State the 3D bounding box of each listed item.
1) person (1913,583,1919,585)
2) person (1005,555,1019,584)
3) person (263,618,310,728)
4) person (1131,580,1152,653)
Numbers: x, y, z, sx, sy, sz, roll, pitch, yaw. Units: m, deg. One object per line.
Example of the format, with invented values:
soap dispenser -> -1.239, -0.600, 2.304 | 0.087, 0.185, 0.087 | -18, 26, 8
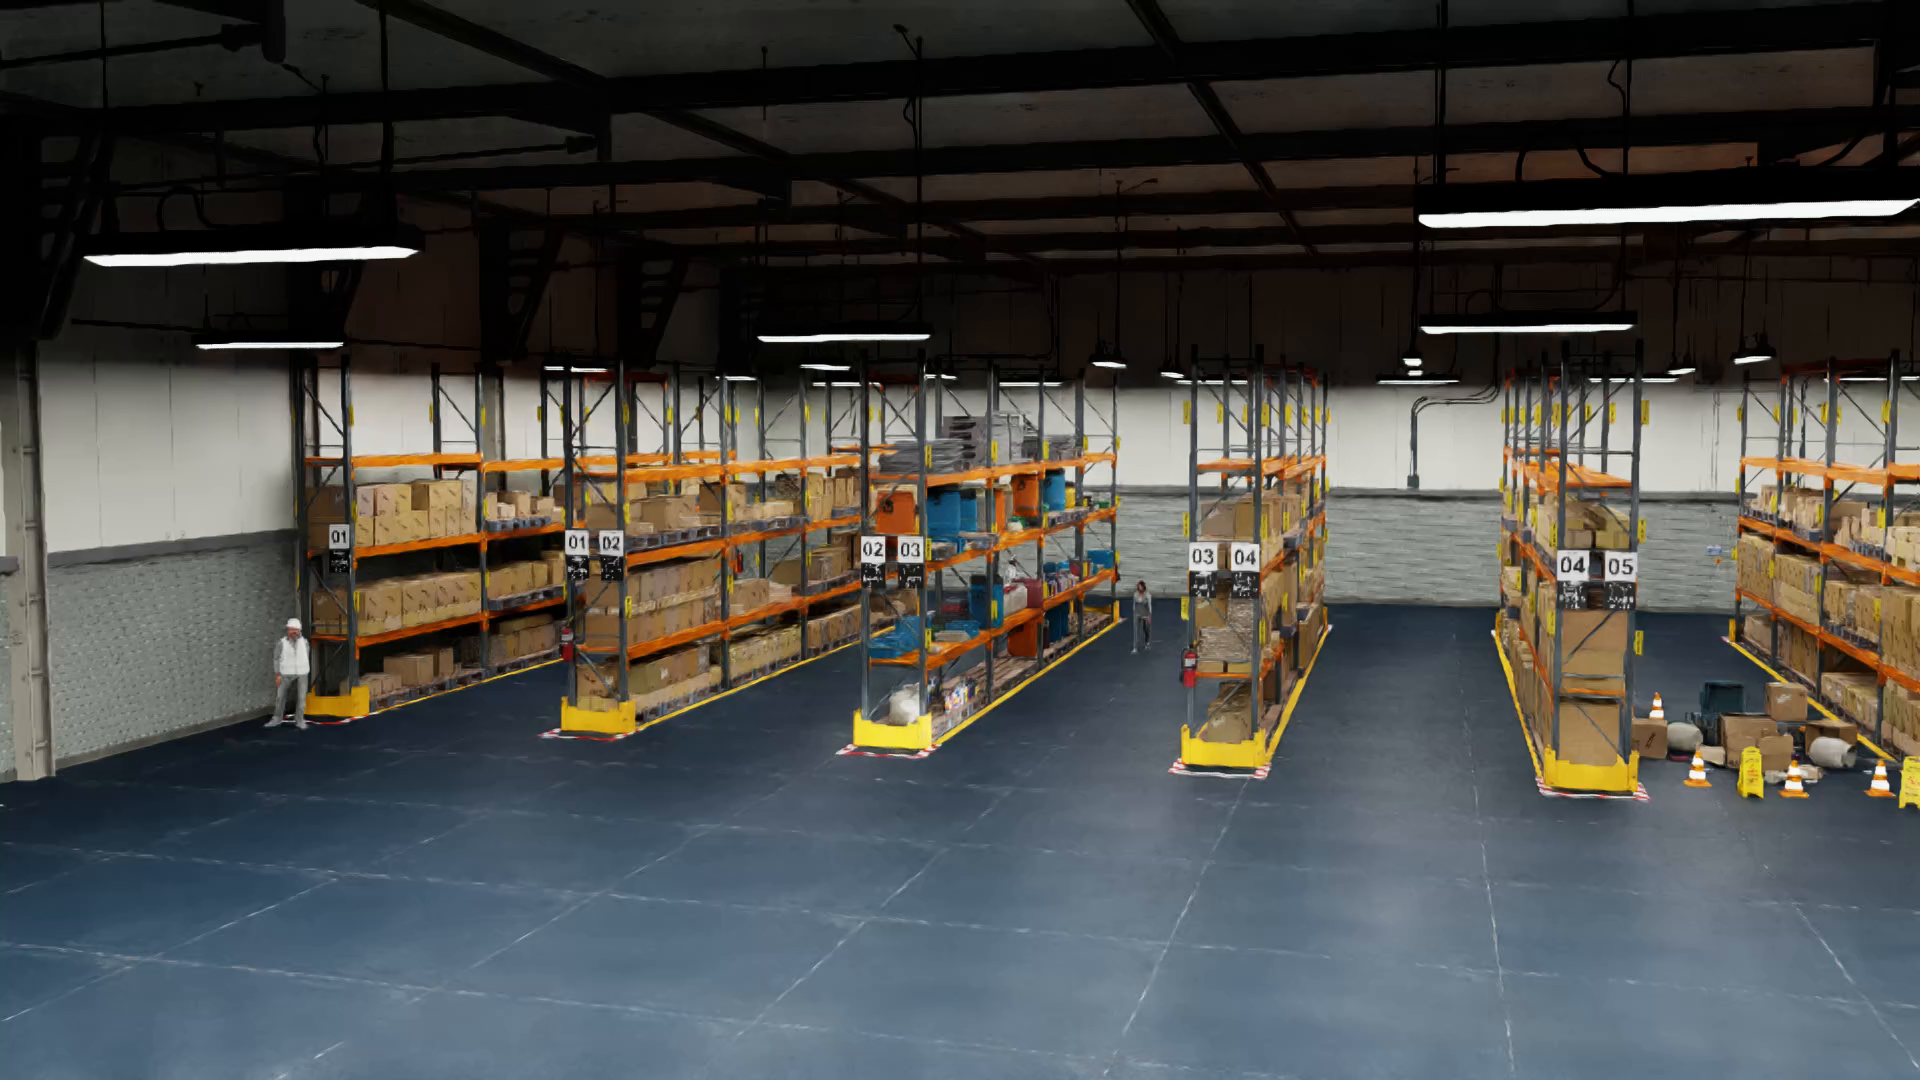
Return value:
person -> 22.010, 1.289, 37.956 | 0.619, 1.762, 0.593 | -1, 5, -19
person -> 1.247, 1.229, 39.551 | 0.368, 1.736, 0.532 | -1, 4, -12
person -> -10.772, 2.130, 26.586 | 0.709, 1.768, 0.478 | -2, 5, -29
person -> 3.858, 1.602, 35.103 | 0.417, 1.525, 1.034 | 1, 4, 14
